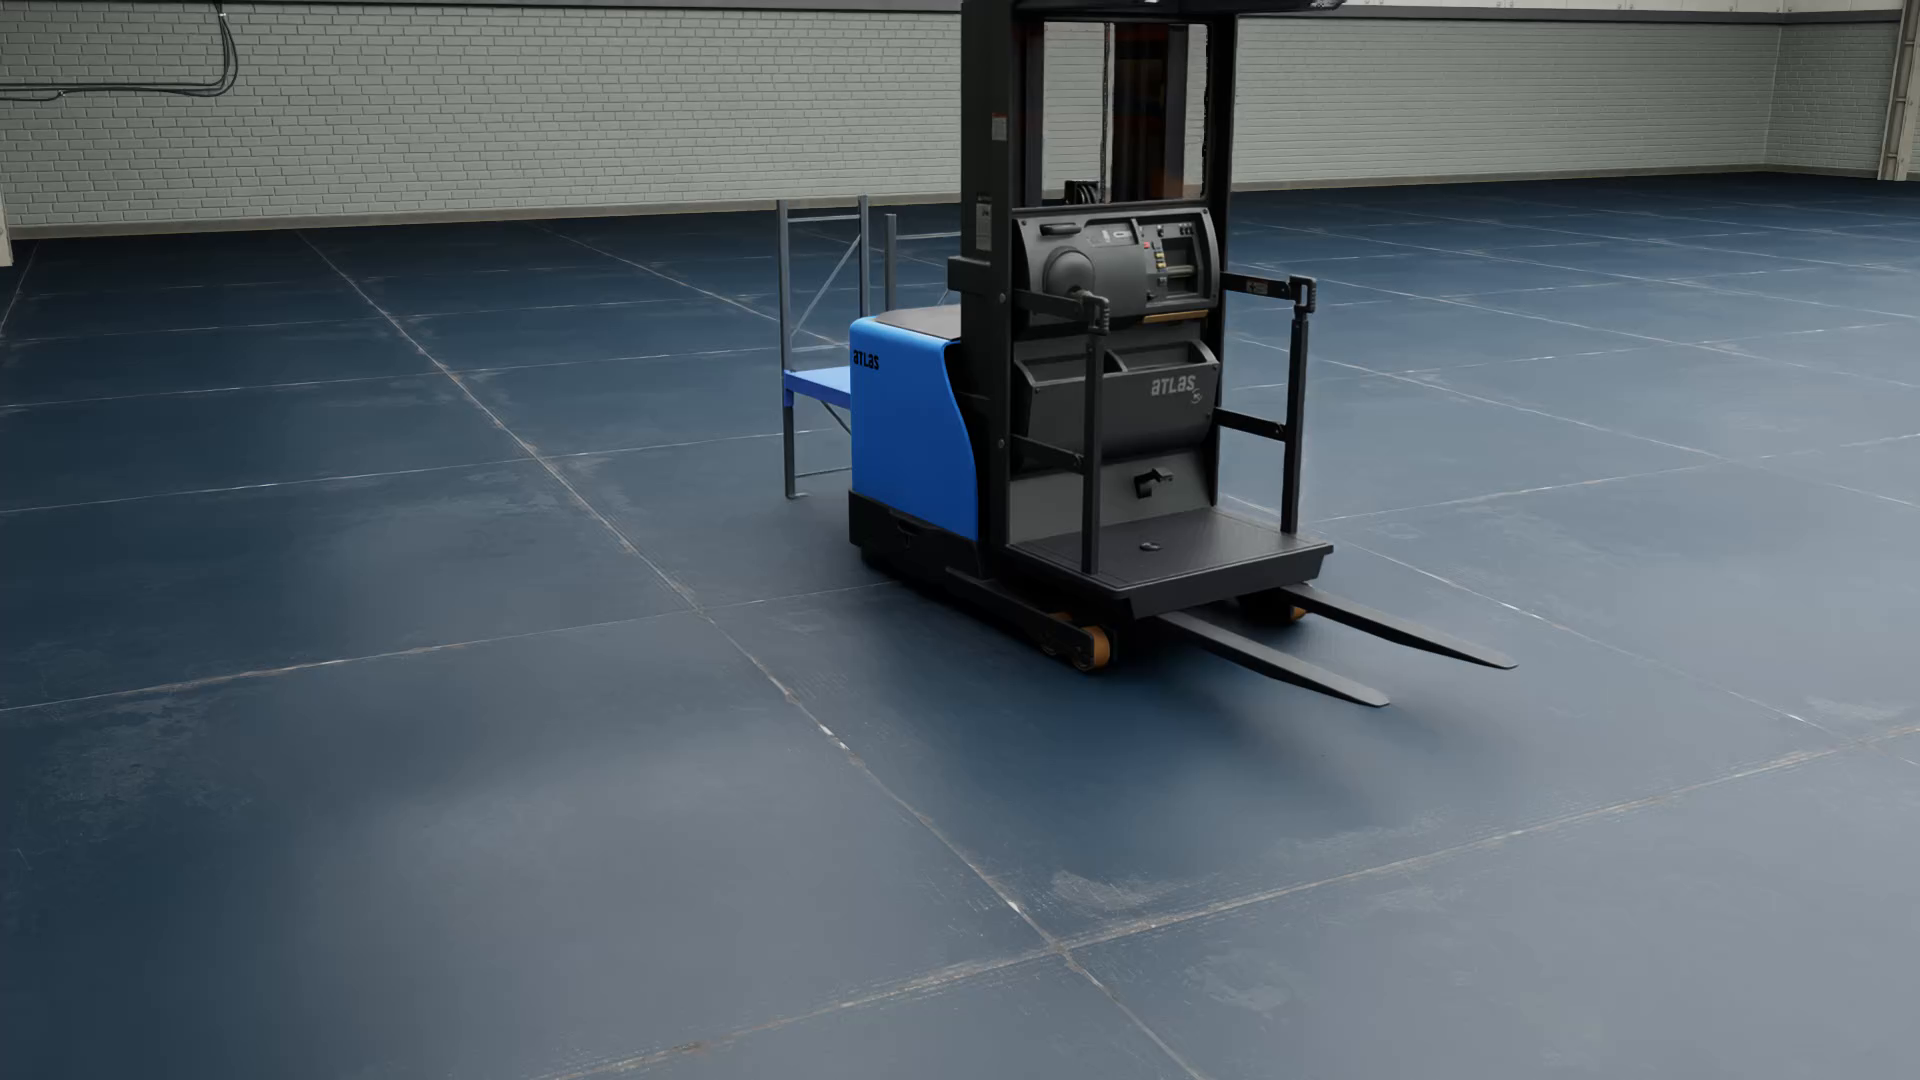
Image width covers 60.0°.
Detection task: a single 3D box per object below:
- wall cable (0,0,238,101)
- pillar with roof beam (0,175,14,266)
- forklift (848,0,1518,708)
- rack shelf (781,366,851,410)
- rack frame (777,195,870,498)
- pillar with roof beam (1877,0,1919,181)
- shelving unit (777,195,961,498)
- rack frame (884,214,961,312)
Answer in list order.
[{"bbox_3d":[-10.715,-6.758,20.615,3.097,2.526,0.112,-8,18,-25],"label":"wall cable"},{"bbox_3d":[-6.743,-7.880,18.897,9.100,9.000,0.400,-8,18,-25],"label":"pillar with roof beam"},{"bbox_3d":[0.735,-1.078,6.194,1.130,2.935,3.031,-10,19,-32],"label":"forklift"},{"bbox_3d":[-0.397,-0.685,8.072,0.538,0.185,1.000,-10,19,-32],"label":"rack shelf"},{"bbox_3d":[-0.678,-0.975,8.430,0.500,1.500,0.032,-10,19,-32],"label":"rack frame"},{"bbox_3d":[13.834,-10.646,28.536,9.100,9.000,0.400,-8,18,-25],"label":"pillar with roof beam"},{"bbox_3d":[-0.397,-0.858,8.023,0.538,1.500,1.048,-10,19,-32],"label":"shelving unit"},{"bbox_3d":[-0.116,-0.741,7.616,0.500,1.500,0.032,-10,19,-32],"label":"rack frame"}]
